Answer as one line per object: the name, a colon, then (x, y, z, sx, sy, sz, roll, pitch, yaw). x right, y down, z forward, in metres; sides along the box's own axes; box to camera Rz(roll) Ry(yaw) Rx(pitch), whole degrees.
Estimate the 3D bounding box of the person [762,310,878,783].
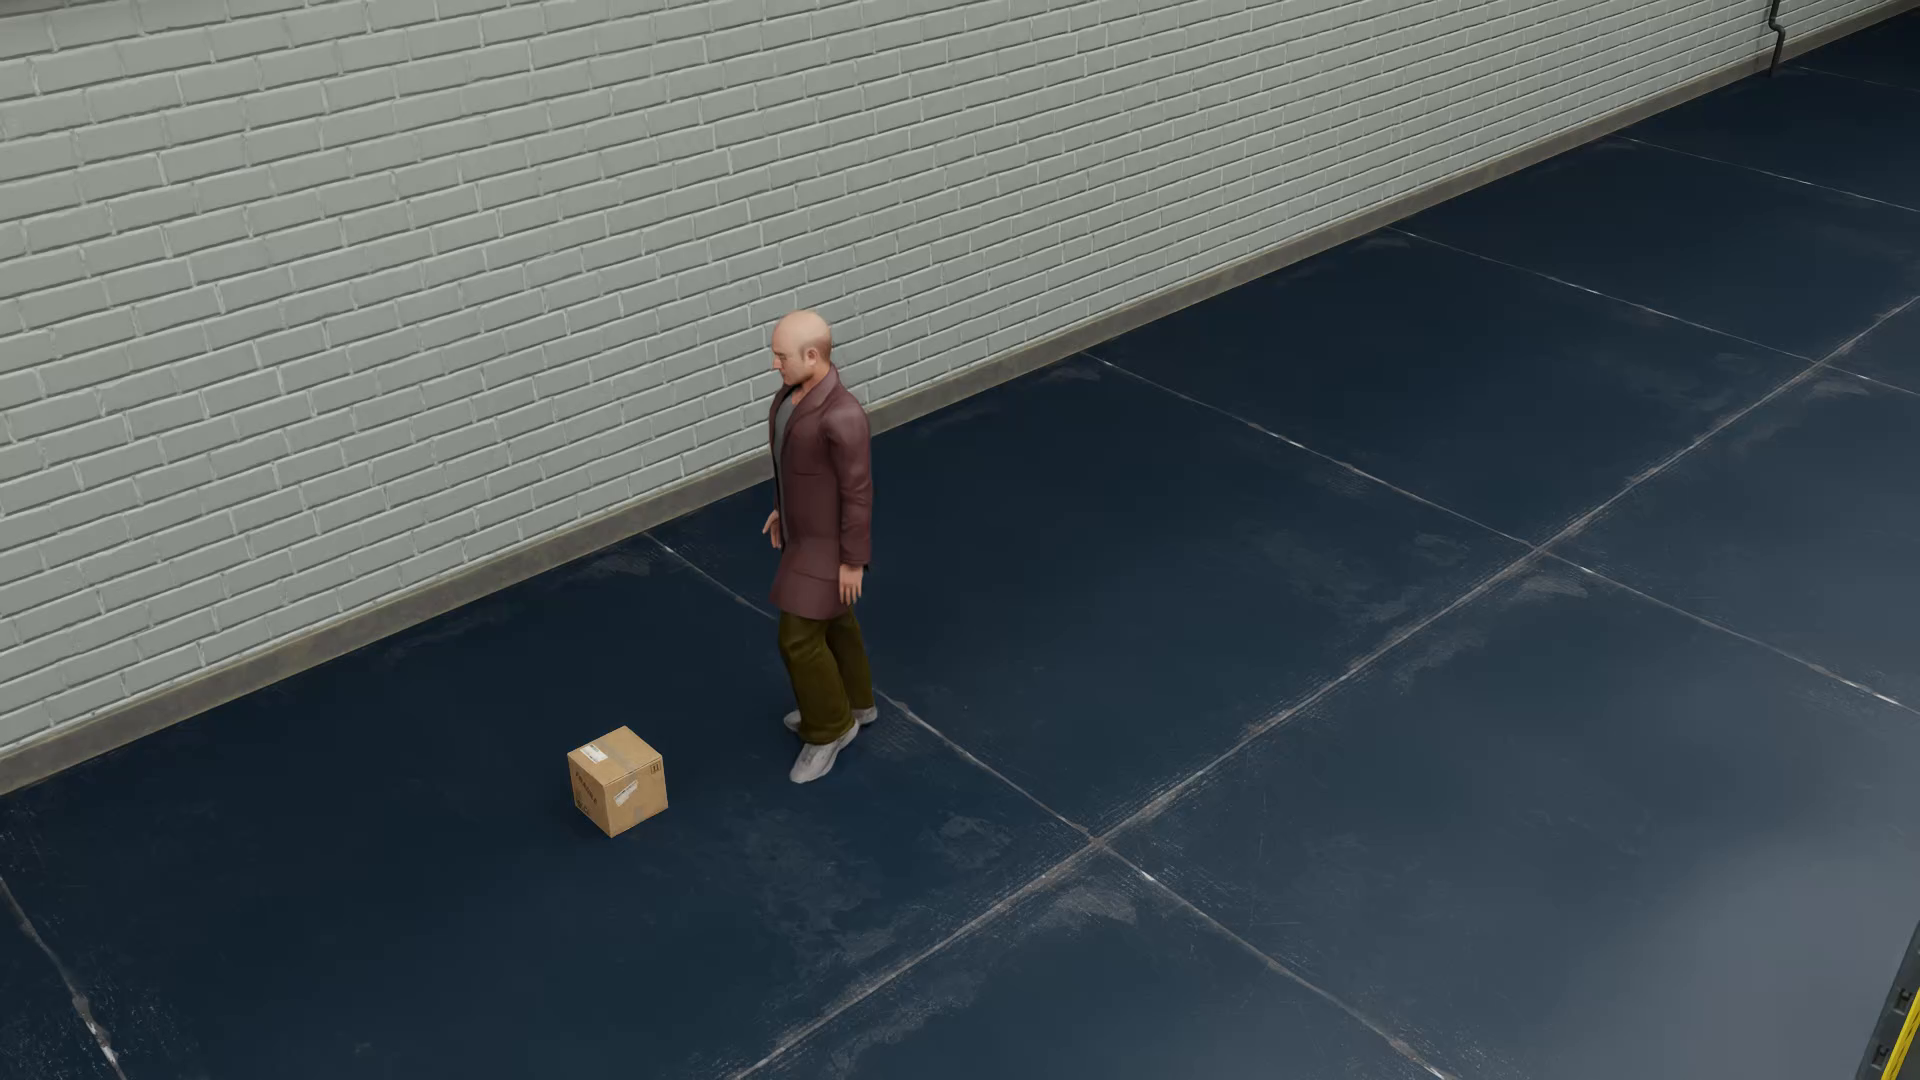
person: (-0.536, 0.015, 6.149, 0.437, 1.839, 0.603, -11, 33, -17)
